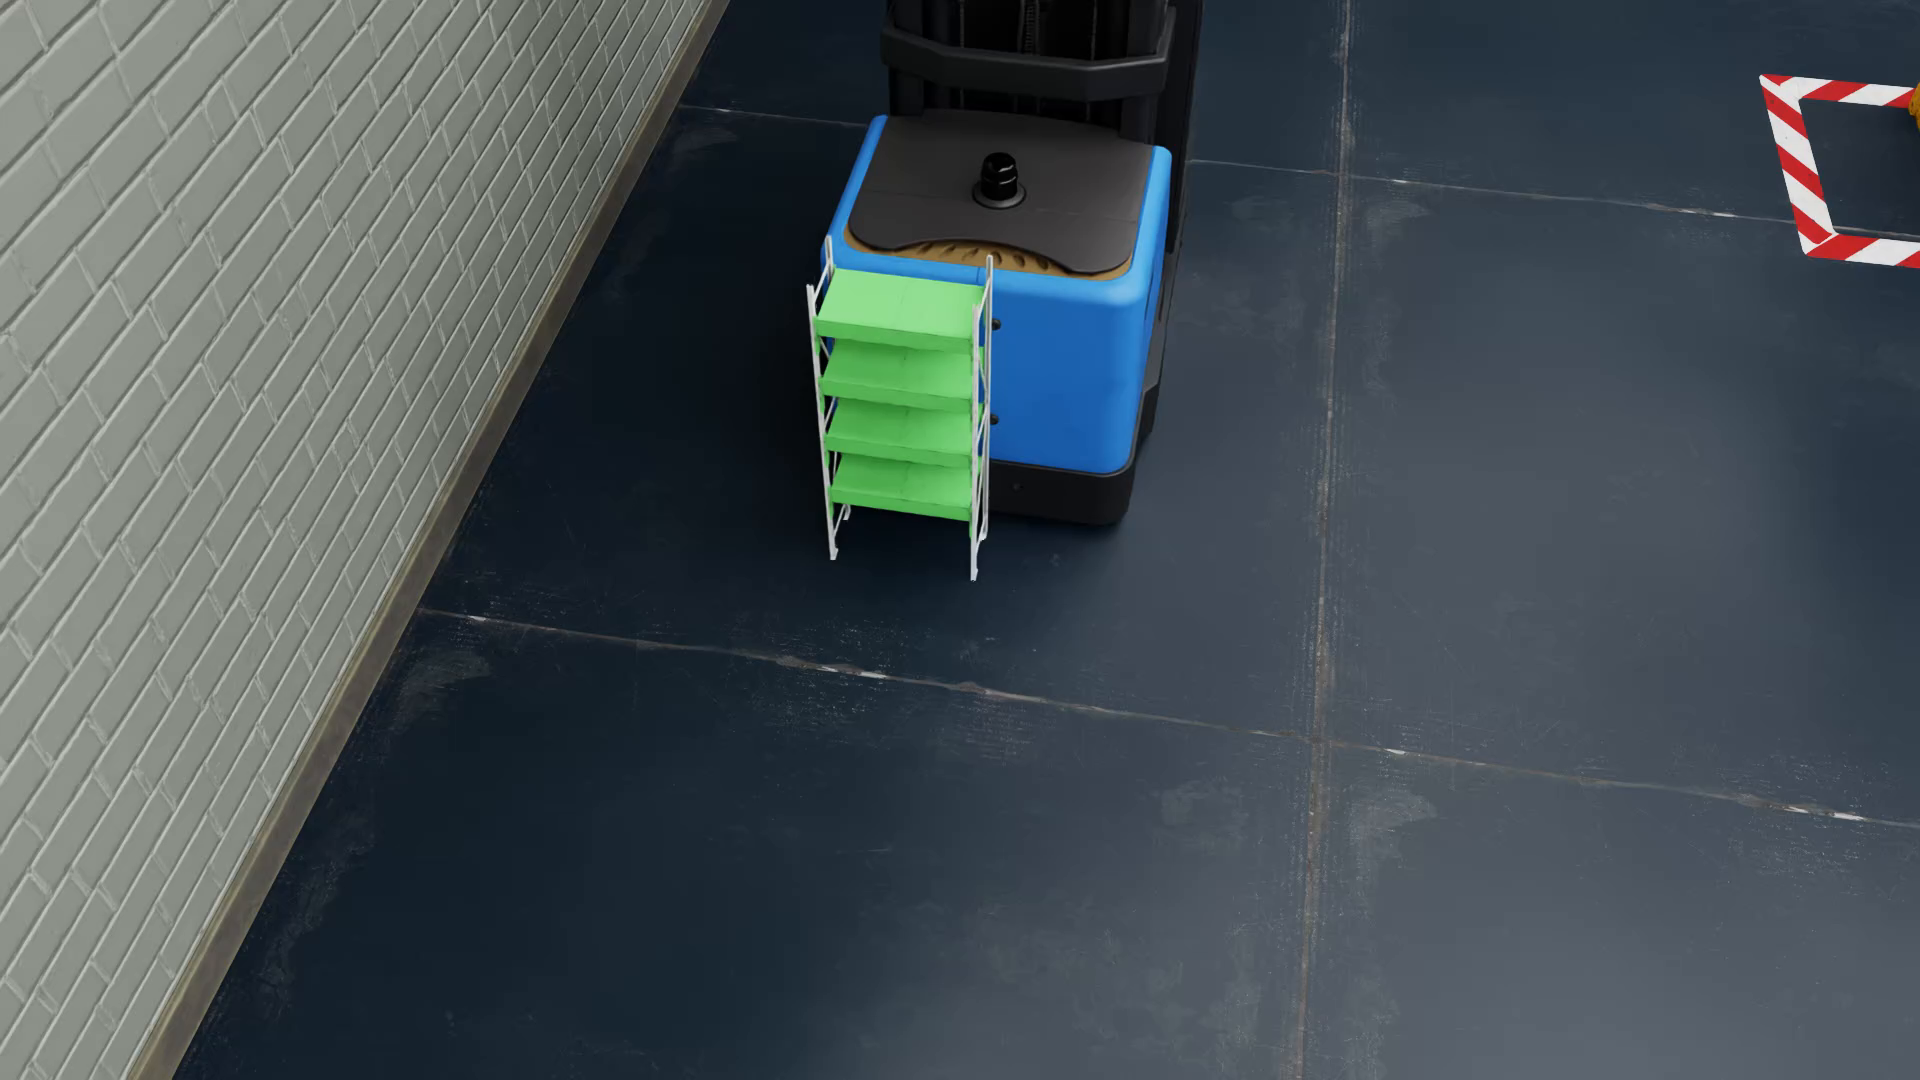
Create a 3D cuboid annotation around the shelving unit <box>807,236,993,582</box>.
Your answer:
[{"bbox_3d":[-0.173,-0.383,5.287,0.503,1.200,0.258,8,49,7],"label":"shelving unit"}]

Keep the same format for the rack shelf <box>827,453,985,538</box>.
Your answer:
[{"bbox_3d":[-0.173,-0.180,5.514,0.480,0.148,0.258,8,49,7],"label":"rack shelf"}]

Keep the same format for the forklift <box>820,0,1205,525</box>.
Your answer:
[{"bbox_3d":[0.334,-2.149,5.710,1.130,2.935,3.031,8,49,7],"label":"forklift"}]

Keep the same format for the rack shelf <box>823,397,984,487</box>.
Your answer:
[{"bbox_3d":[-0.173,-0.340,5.335,0.480,0.148,0.258,8,49,7],"label":"rack shelf"}]

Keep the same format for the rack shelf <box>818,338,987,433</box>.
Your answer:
[{"bbox_3d":[-0.173,-0.501,5.156,0.480,0.148,0.258,8,49,7],"label":"rack shelf"}]

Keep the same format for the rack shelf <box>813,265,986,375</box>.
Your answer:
[{"bbox_3d":[-0.173,-0.661,4.978,0.480,0.148,0.258,8,49,7],"label":"rack shelf"}]

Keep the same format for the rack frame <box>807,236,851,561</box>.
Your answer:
[{"bbox_3d":[-0.413,-0.417,5.318,0.015,1.200,0.240,8,49,7],"label":"rack frame"}]

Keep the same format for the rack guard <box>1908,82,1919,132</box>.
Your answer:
[{"bbox_3d":[4.354,-1.714,6.954,0.348,0.500,1.175,8,49,7],"label":"rack guard"}]

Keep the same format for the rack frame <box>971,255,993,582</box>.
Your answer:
[{"bbox_3d":[0.066,-0.349,5.257,0.015,1.200,0.240,8,49,7],"label":"rack frame"}]
